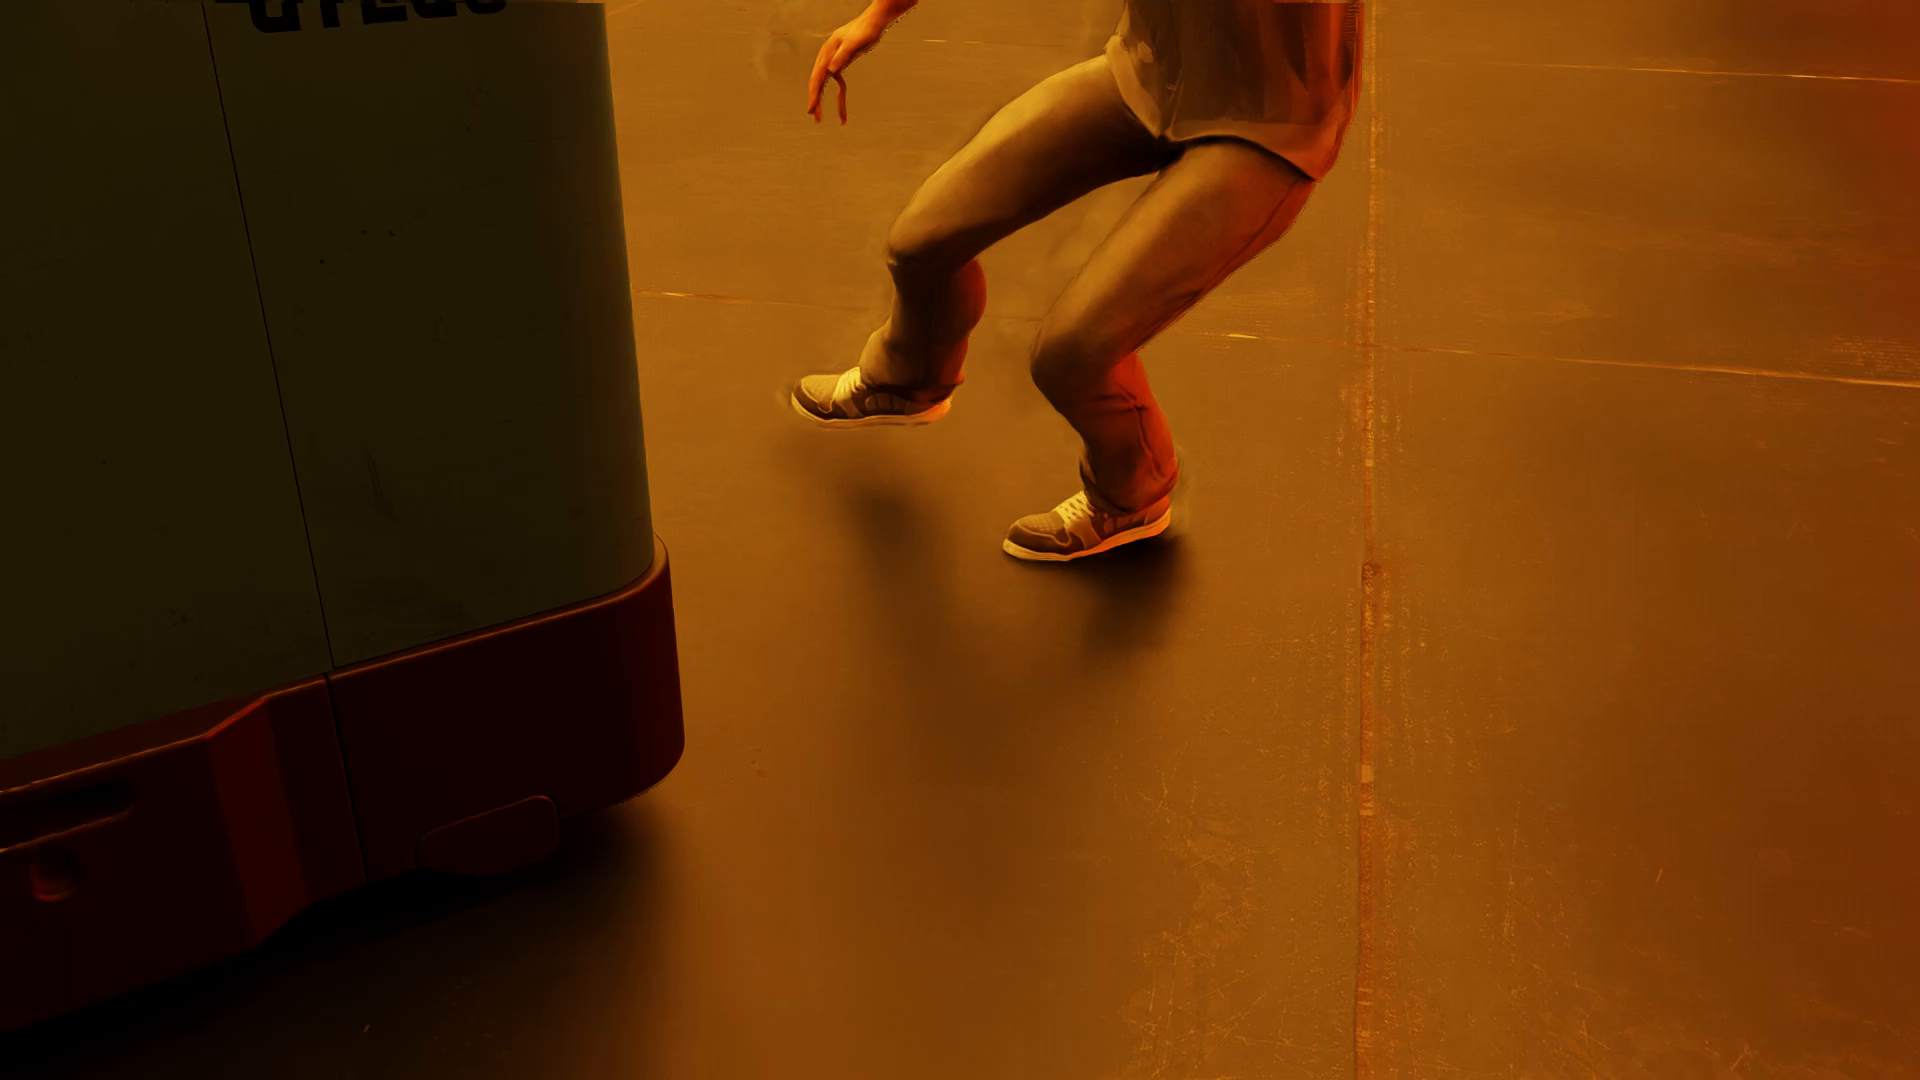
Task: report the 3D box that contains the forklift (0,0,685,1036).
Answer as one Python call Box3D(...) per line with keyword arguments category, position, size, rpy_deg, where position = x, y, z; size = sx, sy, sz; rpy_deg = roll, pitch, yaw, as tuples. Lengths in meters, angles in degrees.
Box3D(category="forklift", position=(-1.829, -0.825, 0.880), size=(3.031, 2.935, 1.130), rpy_deg=(-16, 31, -29))

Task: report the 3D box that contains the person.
Box3D(category="person", position=(0.068, -0.526, 2.065), size=(1.127, 1.362, 0.827), rpy_deg=(23, 35, 38))
